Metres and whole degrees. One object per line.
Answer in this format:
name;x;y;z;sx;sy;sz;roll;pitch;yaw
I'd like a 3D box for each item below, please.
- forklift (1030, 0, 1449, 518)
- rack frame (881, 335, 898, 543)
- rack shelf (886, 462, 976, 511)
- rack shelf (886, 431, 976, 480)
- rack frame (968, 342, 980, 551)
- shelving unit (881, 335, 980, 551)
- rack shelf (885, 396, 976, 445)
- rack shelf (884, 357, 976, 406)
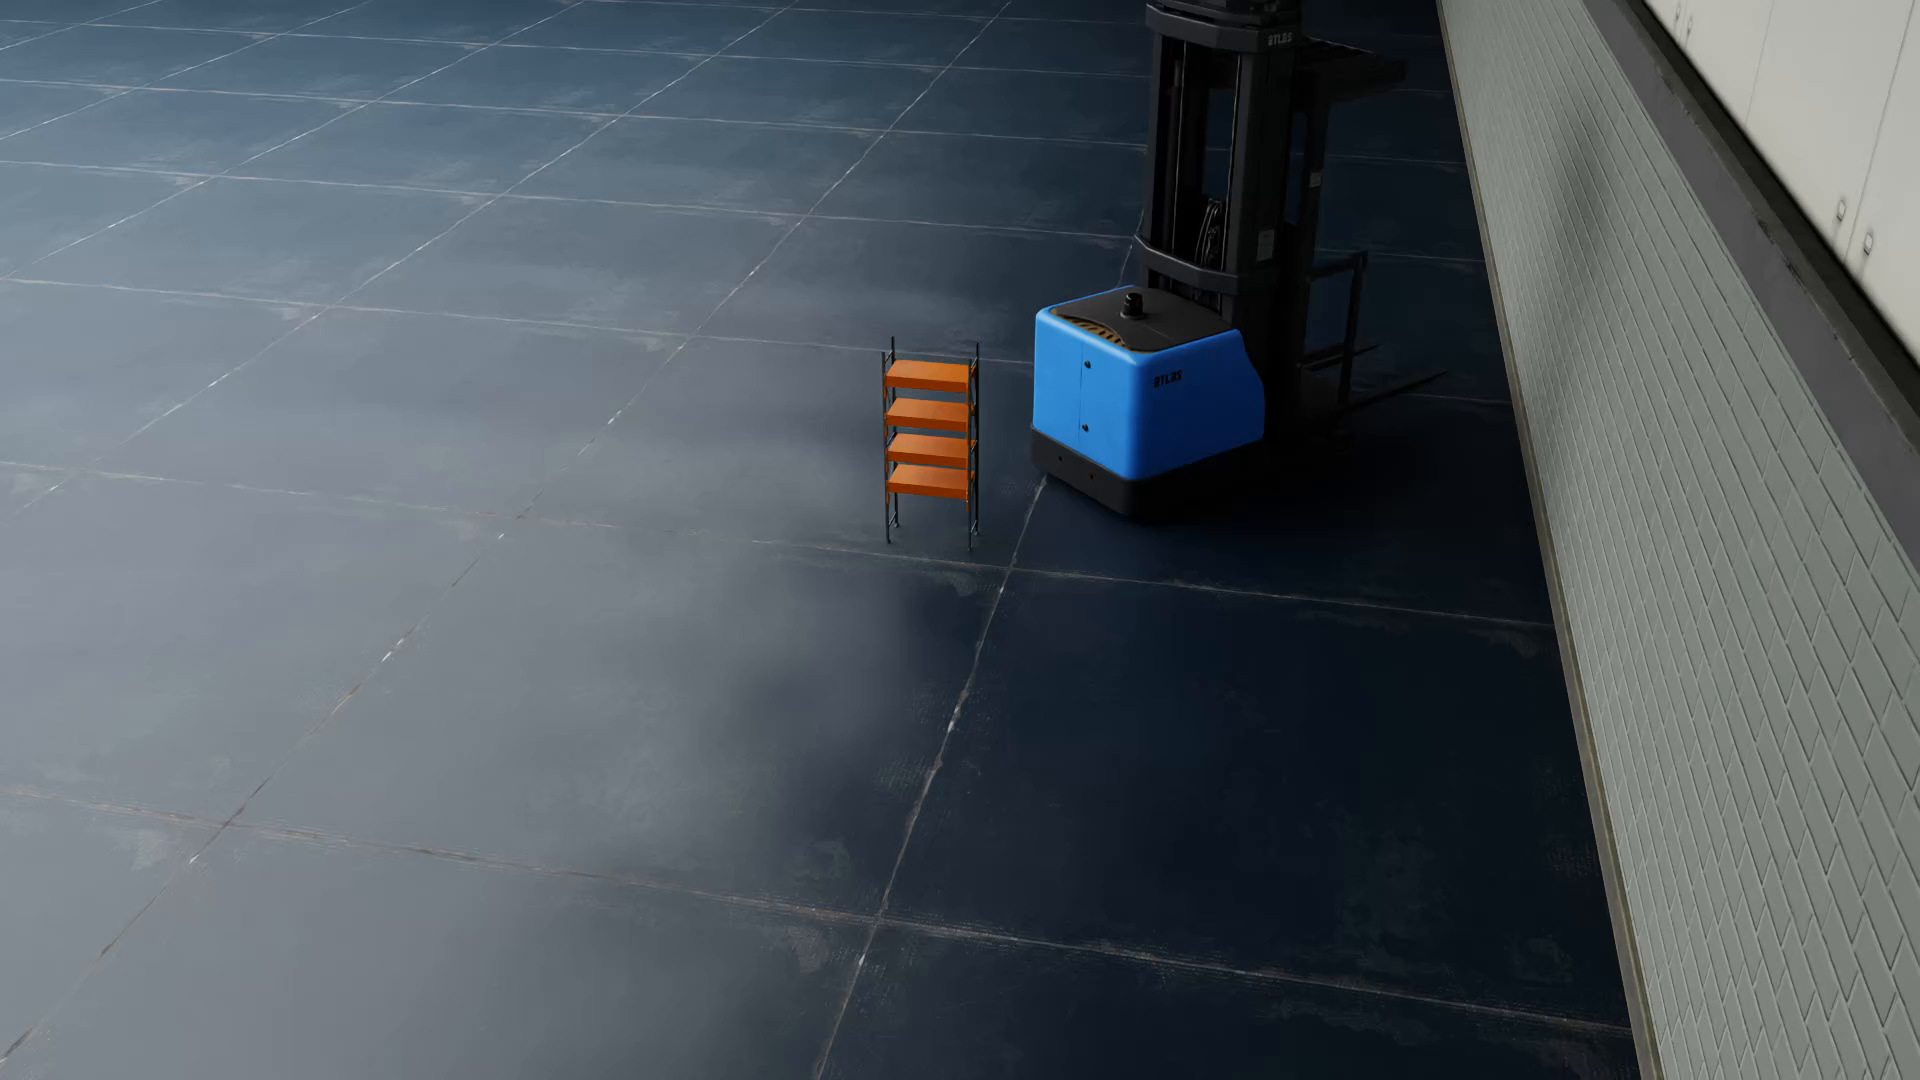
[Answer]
forklift;1.936;-1.965;10.287;3.031;2.935;1.130;-19;34;-31
rack frame;-0.400;-0.567;9.537;0.015;1.200;0.240;6;29;11
rack shelf;-0.162;-0.310;9.620;0.480;0.148;0.258;6;29;11
rack shelf;-0.162;-0.484;9.525;0.480;0.148;0.258;6;29;11
rack frame;0.077;-0.518;9.447;0.015;1.200;0.240;6;29;11
shelving unit;-0.162;-0.543;9.492;0.503;1.200;0.258;6;29;11
rack shelf;-0.162;-0.680;9.417;0.480;0.148;0.258;6;29;11
rack shelf;-0.162;-0.888;9.303;0.480;0.148;0.258;6;29;11
